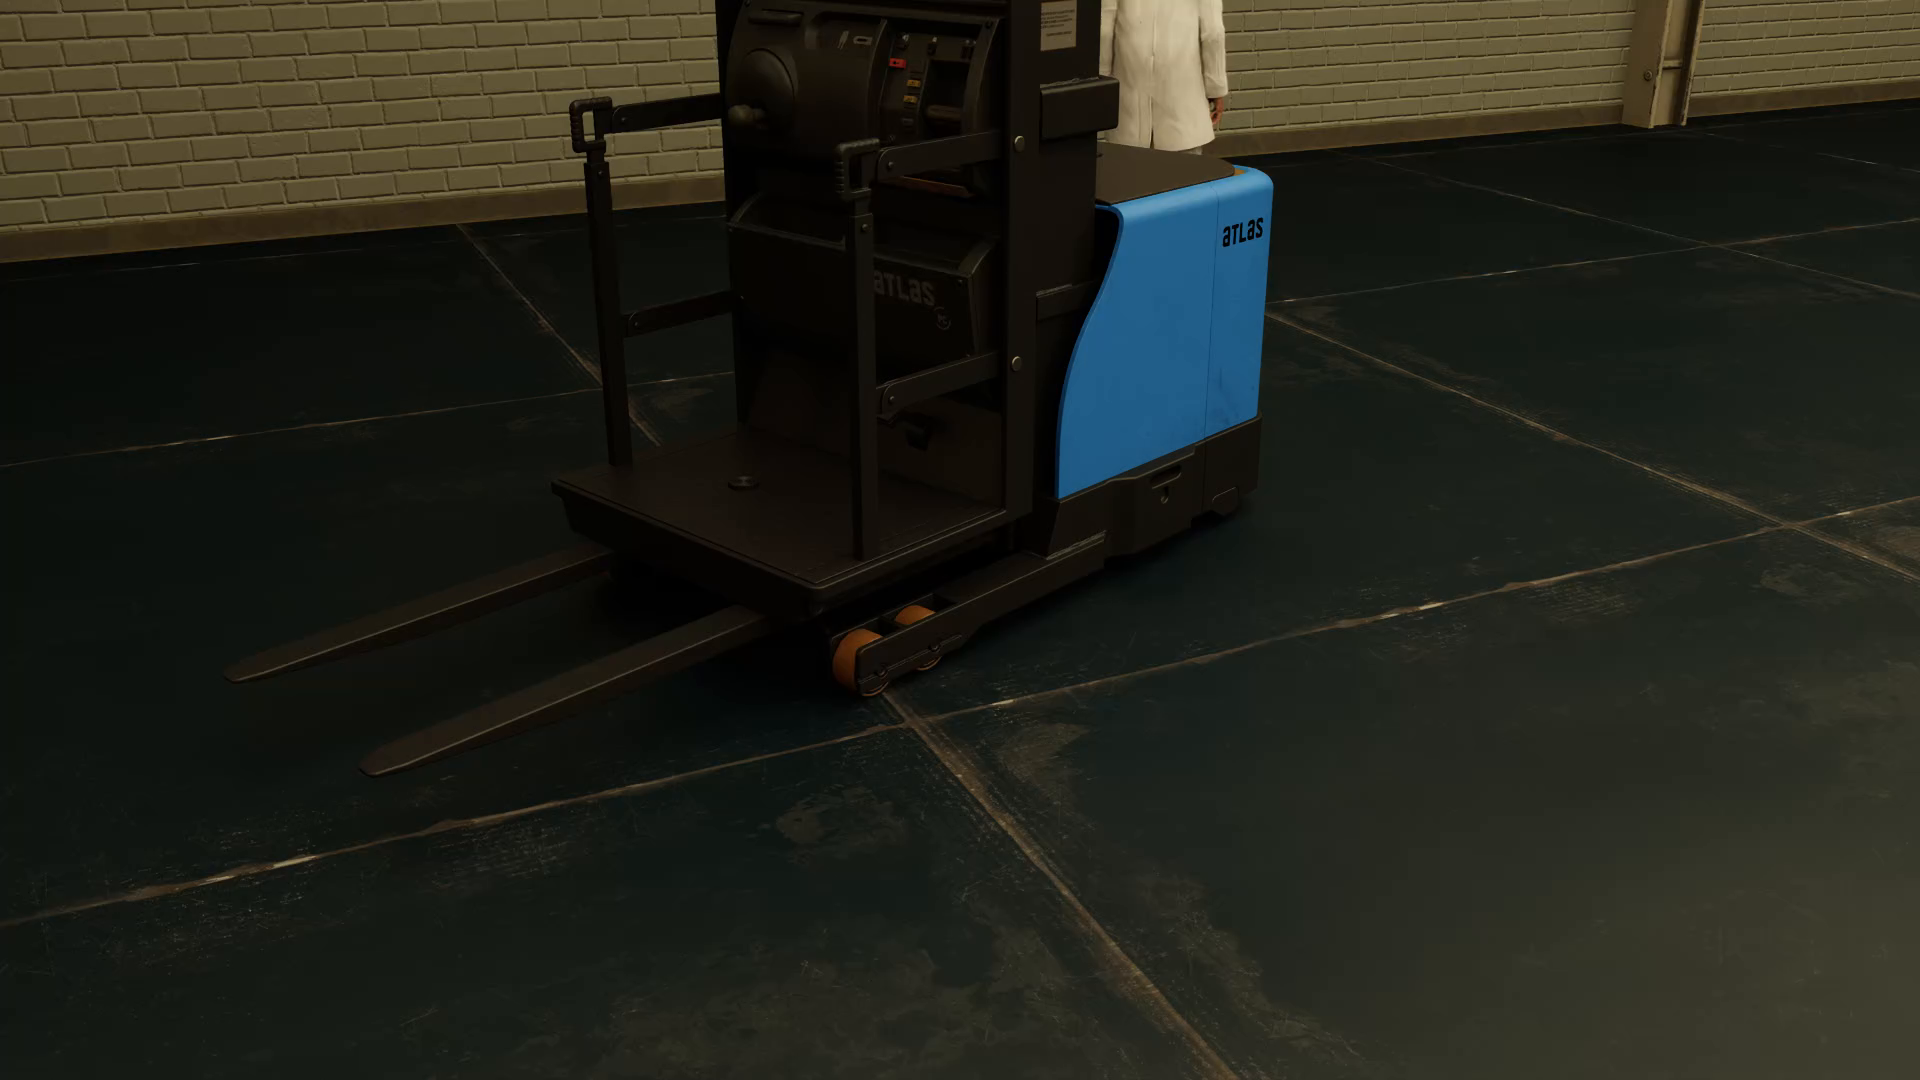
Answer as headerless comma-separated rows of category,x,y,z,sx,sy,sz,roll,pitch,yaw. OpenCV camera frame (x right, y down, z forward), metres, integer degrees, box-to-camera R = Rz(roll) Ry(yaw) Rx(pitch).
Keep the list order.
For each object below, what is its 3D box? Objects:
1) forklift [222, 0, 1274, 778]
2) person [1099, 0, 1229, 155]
forklift,-0.413,-1.182,4.131,1.130,2.935,3.031,19,29,39
person,0.933,-2.096,7.840,0.655,1.774,0.423,6,23,15
